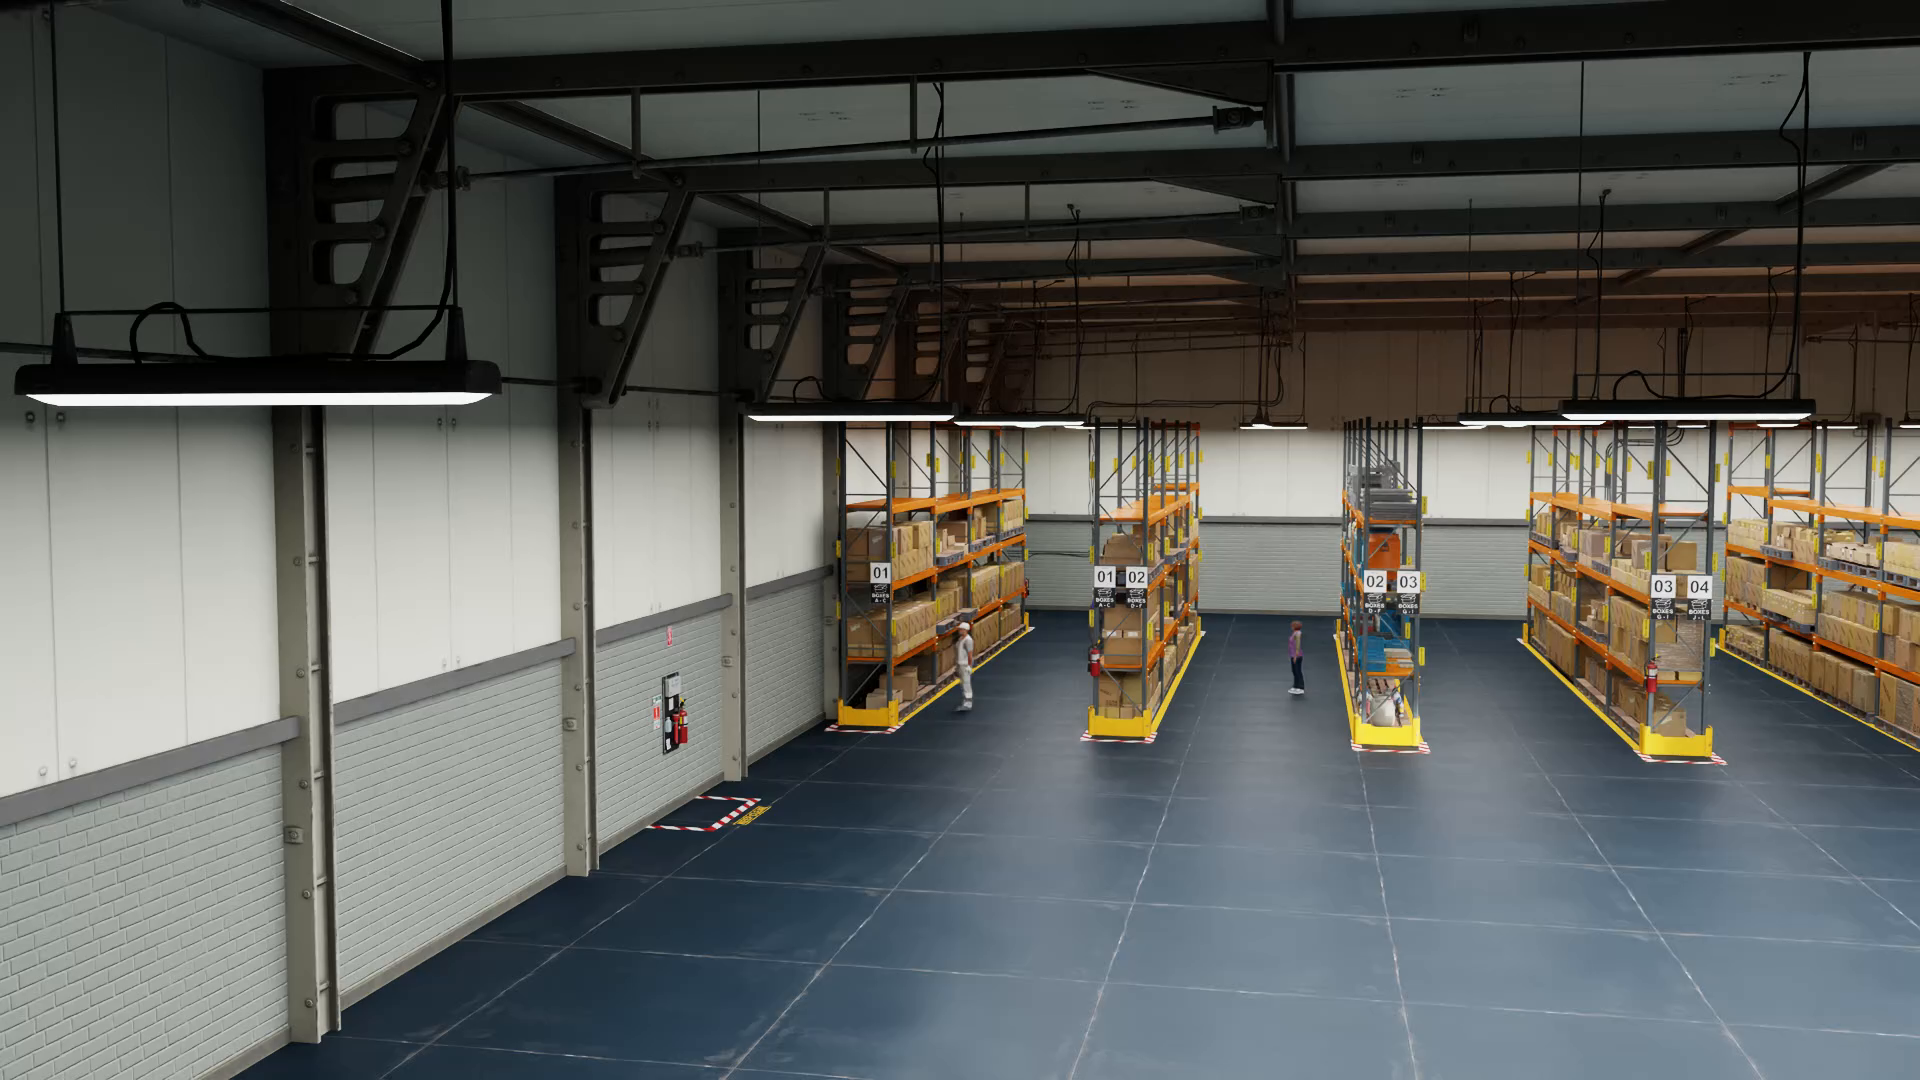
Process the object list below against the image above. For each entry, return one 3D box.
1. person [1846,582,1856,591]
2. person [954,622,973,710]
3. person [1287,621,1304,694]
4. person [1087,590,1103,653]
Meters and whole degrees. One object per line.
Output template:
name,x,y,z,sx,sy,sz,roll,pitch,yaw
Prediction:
person,23.918,1.951,44.680,1.042,1.740,0.621,1,4,15
person,0.069,2.596,34.236,0.353,1.801,0.590,-1,4,-19
person,7.368,2.559,36.391,0.353,1.605,0.439,0,4,-5
person,3.511,2.085,43.105,0.359,1.660,0.570,1,4,16
